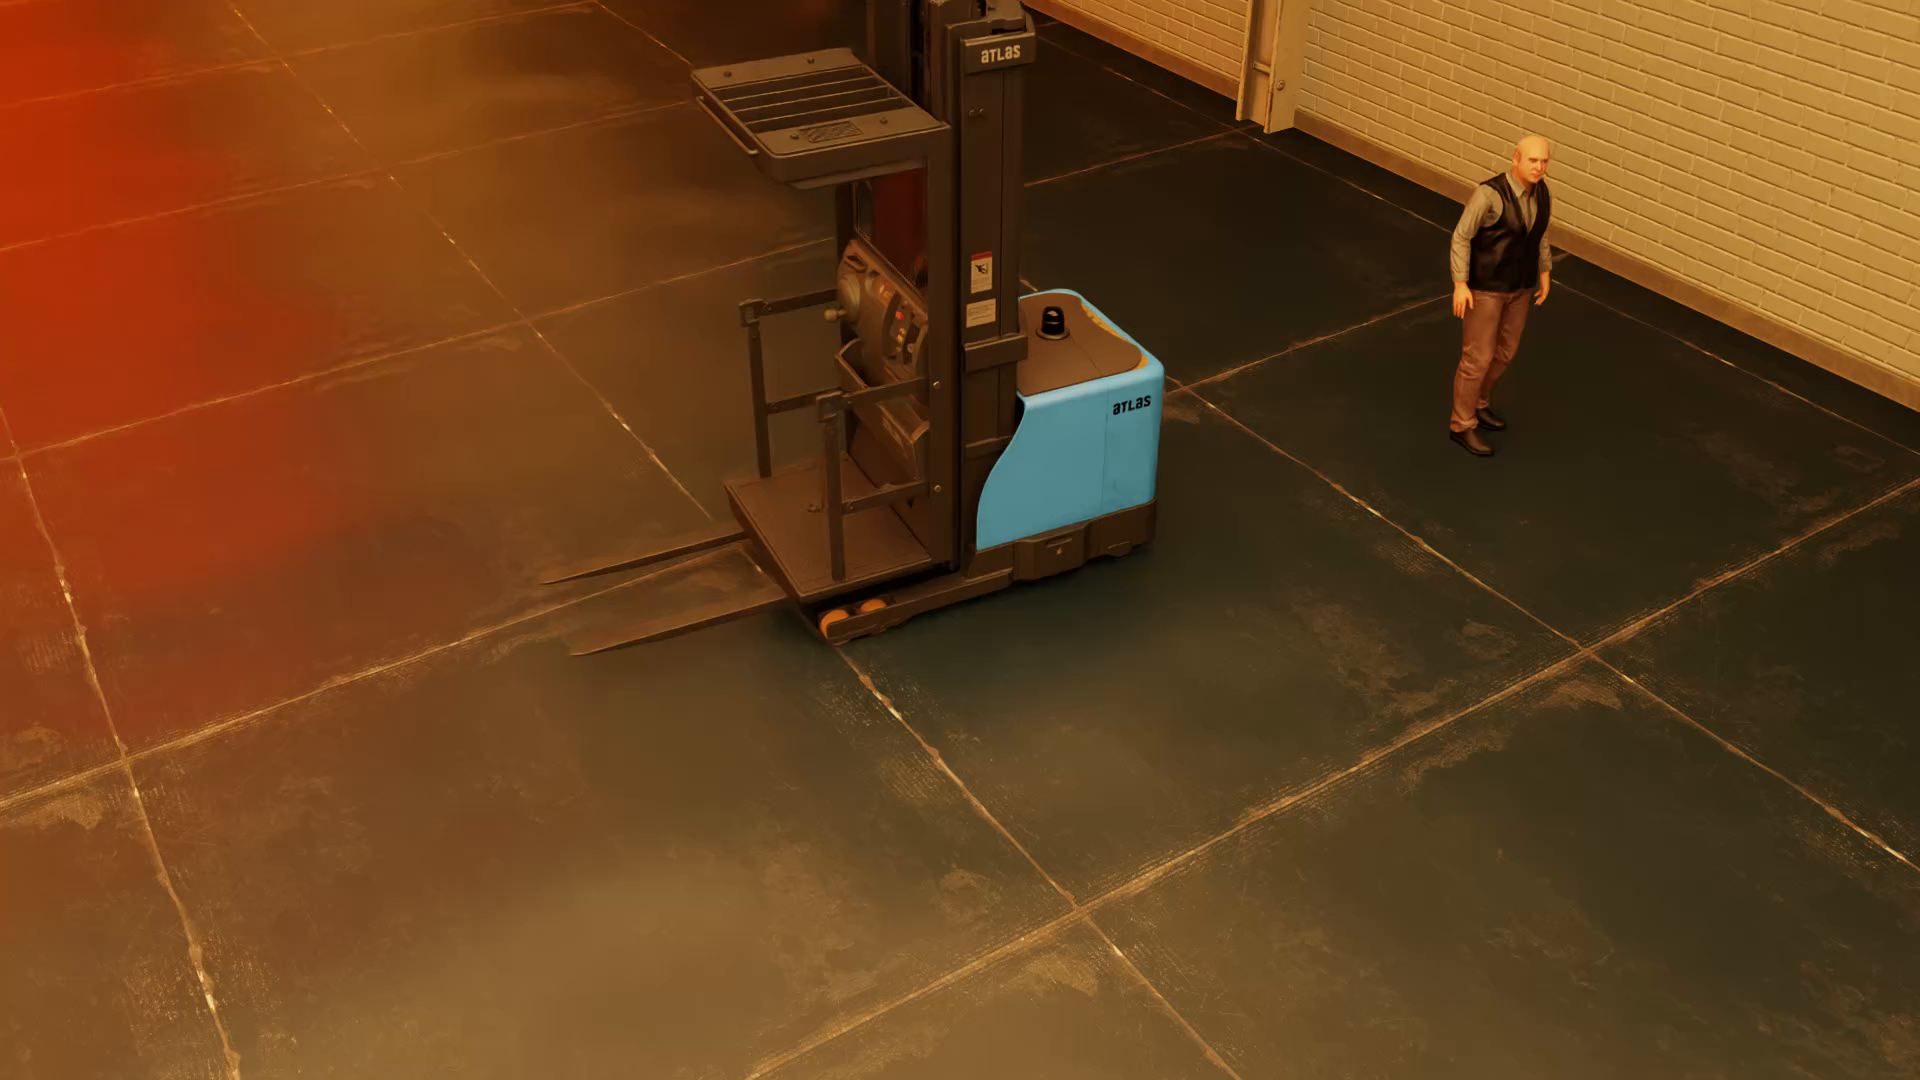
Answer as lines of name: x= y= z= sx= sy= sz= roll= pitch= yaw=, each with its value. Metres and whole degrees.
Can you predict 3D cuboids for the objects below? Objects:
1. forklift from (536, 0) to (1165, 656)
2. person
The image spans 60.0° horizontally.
forklift: x=-0.548 y=-1.044 z=7.633 sx=3.031 sy=2.935 sz=1.130 roll=-16 pitch=38 yaw=-21
person: x=3.008 y=-1.354 z=9.128 sx=0.688 sy=1.721 sz=0.544 roll=-19 pitch=39 yaw=-25
